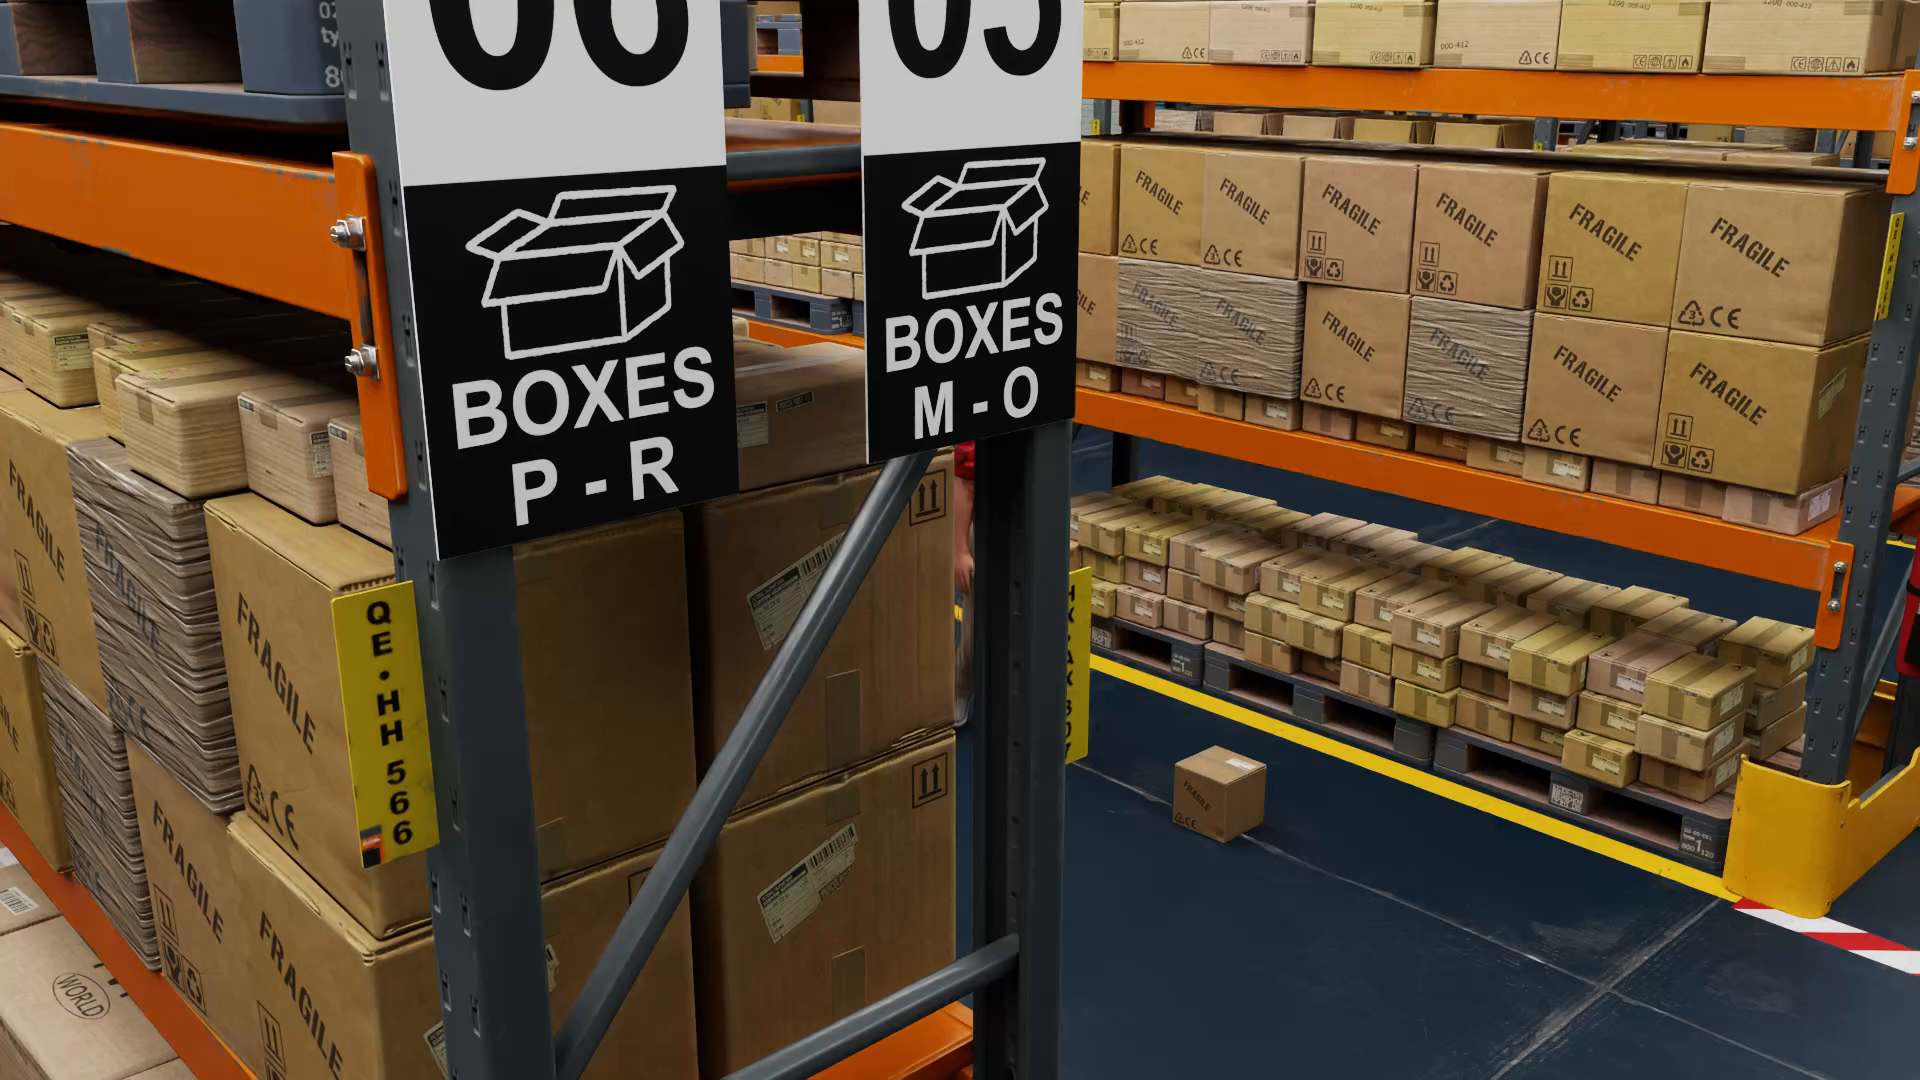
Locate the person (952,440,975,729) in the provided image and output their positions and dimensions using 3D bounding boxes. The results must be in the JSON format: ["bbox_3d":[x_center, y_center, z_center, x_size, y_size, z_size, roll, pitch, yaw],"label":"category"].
[{"bbox_3d":[0.195,0.033,6.980,0.566,1.730,0.588,-9,19,-26],"label":"person"}]
